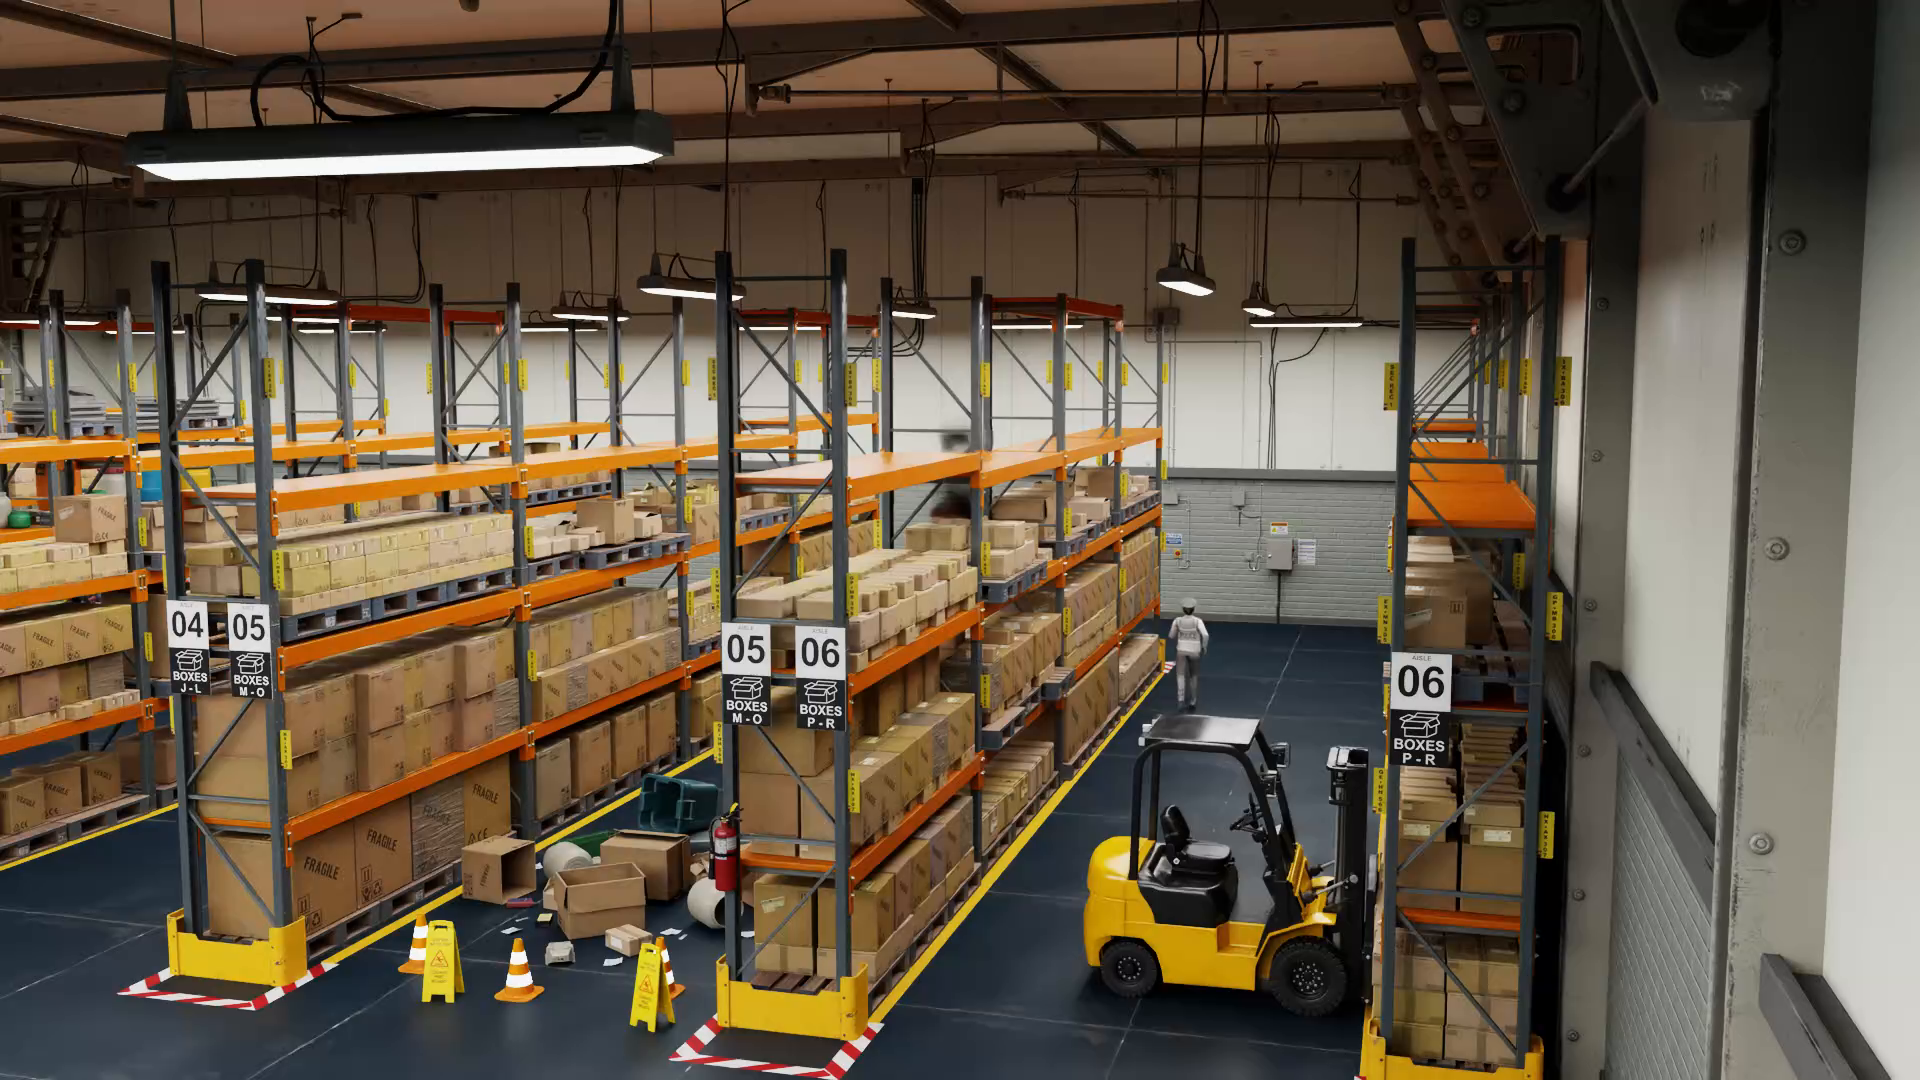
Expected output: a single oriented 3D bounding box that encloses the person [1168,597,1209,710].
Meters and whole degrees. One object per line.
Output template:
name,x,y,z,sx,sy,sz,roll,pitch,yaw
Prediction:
person,3.392,1.691,24.708,0.611,1.682,0.940,1,6,10
